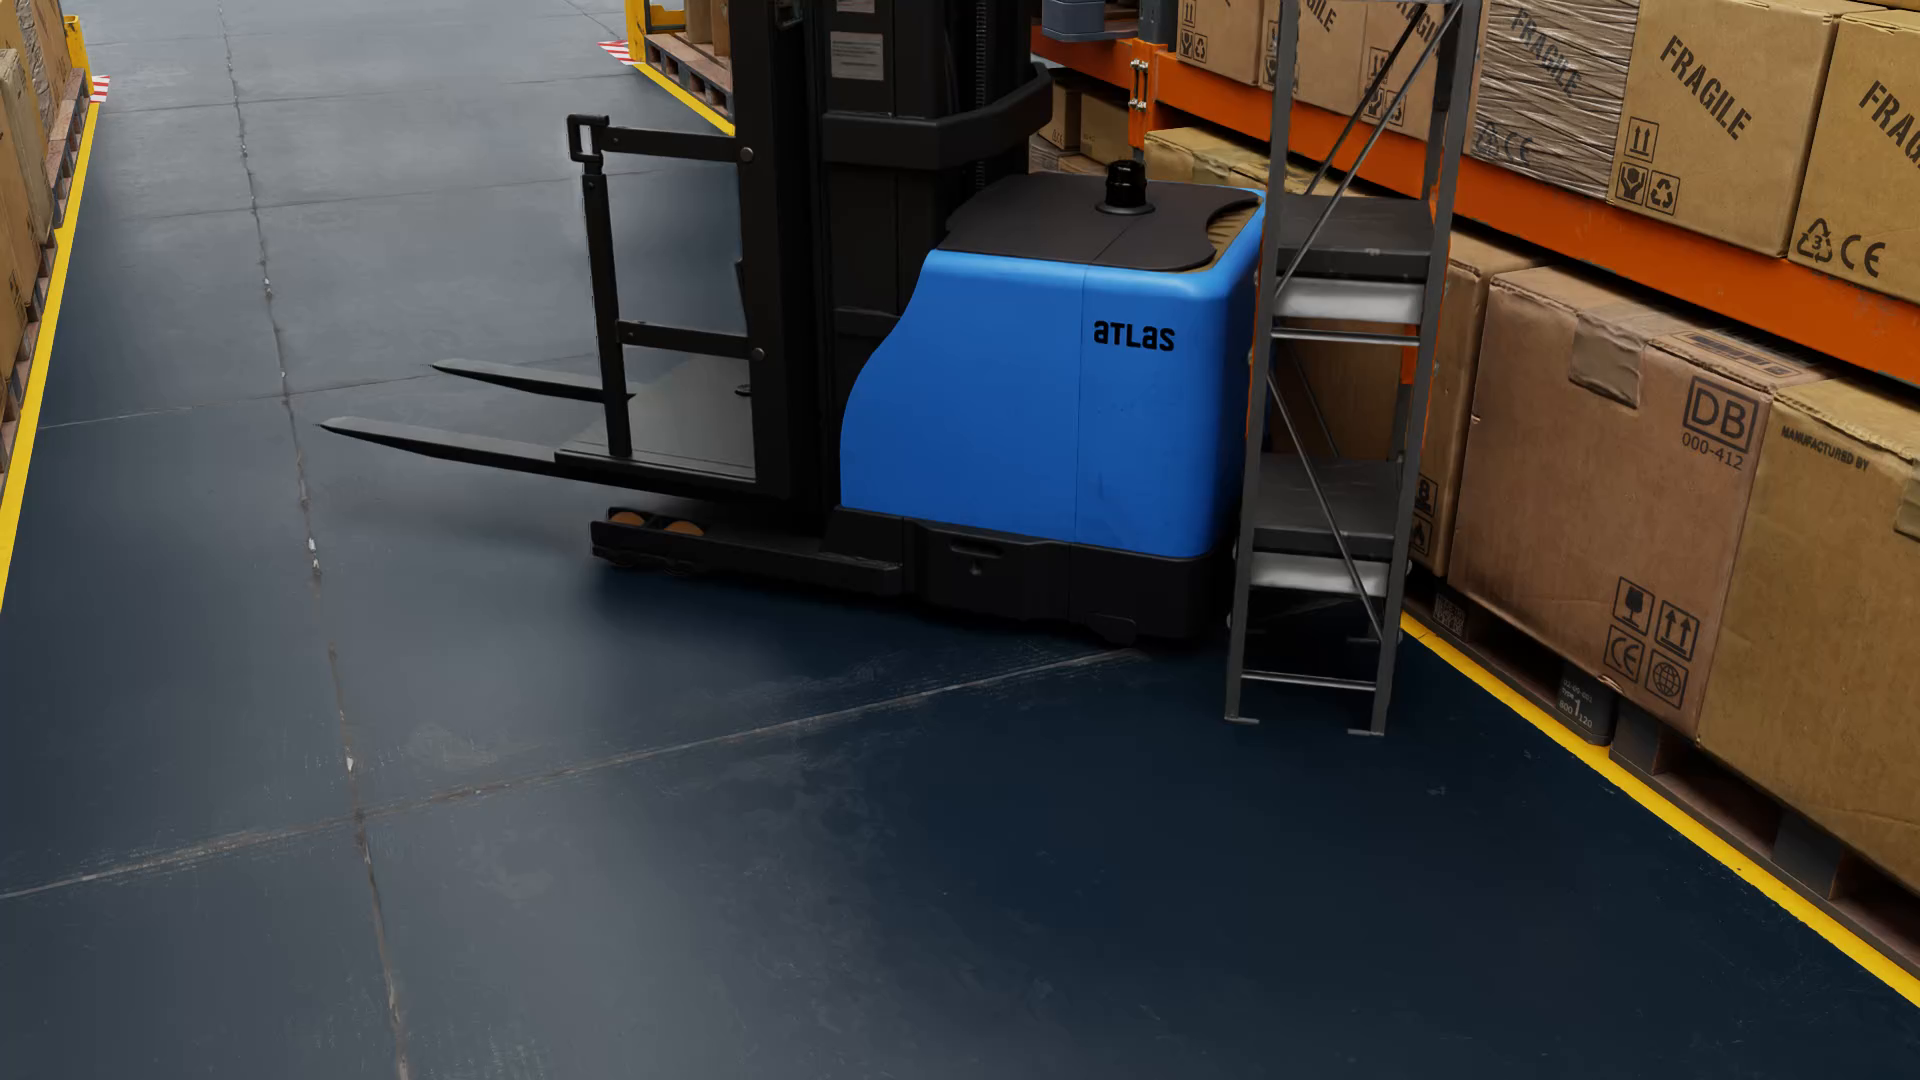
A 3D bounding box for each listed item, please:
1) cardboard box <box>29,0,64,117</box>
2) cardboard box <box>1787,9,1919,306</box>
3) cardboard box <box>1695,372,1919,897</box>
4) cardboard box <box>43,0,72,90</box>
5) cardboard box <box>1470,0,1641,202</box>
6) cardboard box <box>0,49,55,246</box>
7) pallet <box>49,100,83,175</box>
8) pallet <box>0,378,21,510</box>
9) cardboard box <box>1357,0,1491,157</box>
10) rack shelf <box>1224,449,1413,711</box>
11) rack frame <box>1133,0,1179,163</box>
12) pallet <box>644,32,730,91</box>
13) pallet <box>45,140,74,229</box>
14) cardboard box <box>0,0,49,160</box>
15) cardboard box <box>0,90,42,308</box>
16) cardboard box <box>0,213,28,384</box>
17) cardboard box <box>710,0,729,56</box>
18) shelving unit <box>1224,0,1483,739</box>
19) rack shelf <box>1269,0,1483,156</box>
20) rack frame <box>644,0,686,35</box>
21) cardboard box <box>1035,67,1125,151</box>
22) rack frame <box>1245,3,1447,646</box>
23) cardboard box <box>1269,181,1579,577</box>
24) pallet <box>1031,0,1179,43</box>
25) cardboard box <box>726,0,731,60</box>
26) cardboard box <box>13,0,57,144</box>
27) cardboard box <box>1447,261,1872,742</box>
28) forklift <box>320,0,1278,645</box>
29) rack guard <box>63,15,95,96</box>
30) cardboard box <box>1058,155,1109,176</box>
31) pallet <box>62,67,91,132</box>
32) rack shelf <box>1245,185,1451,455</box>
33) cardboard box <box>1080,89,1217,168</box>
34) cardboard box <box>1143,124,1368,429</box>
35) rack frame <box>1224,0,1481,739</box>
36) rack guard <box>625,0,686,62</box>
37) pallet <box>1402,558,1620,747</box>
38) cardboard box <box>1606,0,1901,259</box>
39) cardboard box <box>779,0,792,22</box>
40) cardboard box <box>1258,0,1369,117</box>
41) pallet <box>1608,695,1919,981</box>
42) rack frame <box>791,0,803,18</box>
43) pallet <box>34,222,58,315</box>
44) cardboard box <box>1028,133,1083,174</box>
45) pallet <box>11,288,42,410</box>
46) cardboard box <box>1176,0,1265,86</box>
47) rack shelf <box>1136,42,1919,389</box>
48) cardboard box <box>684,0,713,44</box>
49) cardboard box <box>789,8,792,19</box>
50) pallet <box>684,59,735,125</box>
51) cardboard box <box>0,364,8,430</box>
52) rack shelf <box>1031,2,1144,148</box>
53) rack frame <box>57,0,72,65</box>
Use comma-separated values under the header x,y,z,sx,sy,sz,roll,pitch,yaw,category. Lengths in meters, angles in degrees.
x,y,z,sx,sy,sz,roll,pitch,yaw,category
-5.957,-3.009,9.938,0.875,0.875,0.875,-11,28,-21,cardboard box
2.051,-0.747,3.248,0.500,0.500,0.500,-10,28,-19,cardboard box
2.403,0.152,3.464,1.225,0.875,0.875,-10,28,-20,cardboard box
-6.304,-3.364,10.664,0.875,0.875,0.875,-10,28,-20,cardboard box
1.648,-1.160,4.093,0.500,0.500,0.500,-10,28,-20,cardboard box
-4.738,-1.720,7.440,1.050,0.750,0.750,-11,28,-21,cardboard box
-5.771,-2.338,9.799,1.003,0.211,1.213,-11,28,-21,pallet
-3.737,-0.241,5.503,1.003,0.211,1.213,-11,28,-21,pallet
1.454,-1.362,4.507,0.500,0.500,0.500,-11,28,-22,cardboard box
0.927,0.077,4.325,0.431,0.518,0.480,5,27,10,rack shelf
1.106,-1.974,5.875,1.000,3.000,0.127,-11,28,-21,rack frame
-1.712,-3.586,12.354,1.003,0.211,1.213,-11,28,-21,pallet
-5.290,-1.845,8.788,1.003,0.211,1.213,-11,28,-21,pallet
-5.246,-2.278,8.439,0.875,0.875,0.875,-10,28,-20,cardboard box
-4.364,-1.330,6.641,1.050,0.750,0.750,-11,28,-21,cardboard box
-3.999,-0.954,5.871,1.050,0.750,0.750,-10,28,-20,cardboard box
-1.532,-3.779,11.942,0.500,0.500,0.500,-3,26,-7,cardboard box
0.927,-0.564,4.011,0.431,2.100,0.503,5,27,10,shelving unit
0.927,-1.180,3.710,0.431,0.518,0.480,5,27,10,rack shelf
-2.027,-5.204,12.490,1.000,3.000,0.127,-11,28,-21,rack frame
0.599,-1.863,7.141,0.500,0.250,0.500,-7,27,-15,cardboard box
0.975,-0.669,4.226,0.400,2.100,0.015,5,27,10,rack frame
1.699,-0.565,4.931,1.225,0.875,0.875,-10,28,-20,cardboard box
0.729,-2.158,6.469,1.213,0.211,1.003,-11,28,-21,pallet
-1.304,-3.523,11.417,0.500,0.500,0.500,-8,27,-16,cardboard box
-5.602,-2.641,9.183,0.875,0.875,0.875,-10,28,-20,cardboard box
2.053,-0.209,4.202,1.225,0.875,0.875,-12,28,-22,cardboard box
-0.591,-1.411,4.799,3.031,2.935,1.130,9,27,18,forklift
-6.640,-3.279,11.396,1.175,0.500,0.348,-11,28,-21,rack guard
0.825,-1.316,6.874,0.700,0.500,0.500,-12,29,-23,cardboard box
-6.245,-2.830,10.806,1.003,0.211,1.213,-11,28,-21,pallet
0.927,-0.552,4.017,0.431,0.518,0.480,5,27,10,rack shelf
0.816,-1.651,6.706,0.500,0.250,0.500,-9,28,-19,cardboard box
1.357,-0.926,5.671,1.225,0.875,0.875,-12,28,-23,cardboard box
0.878,-0.459,3.796,0.400,2.100,0.015,5,27,10,rack frame
-1.997,-4.050,12.975,1.175,0.500,0.348,-11,28,-21,rack guard
1.819,0.102,4.801,1.003,0.211,1.213,-11,28,-21,pallet
1.840,-0.957,3.677,0.500,0.500,0.500,-11,28,-21,cardboard box
-1.127,-3.290,10.940,0.500,0.500,0.500,-13,29,-25,cardboard box
1.250,-1.569,4.930,0.500,0.500,0.500,-11,28,-22,cardboard box
2.301,0.595,3.791,1.003,0.211,1.213,-11,28,-21,pallet
-0.460,-3.589,9.182,1.000,3.000,0.127,-11,28,-21,rack frame
-4.692,-1.226,7.521,1.003,0.211,1.213,-11,28,-21,pallet
0.596,-1.538,7.328,0.700,0.500,0.500,-13,29,-25,cardboard box
-4.211,-0.733,6.510,1.003,0.211,1.213,-11,28,-21,pallet
1.046,-1.776,5.355,0.500,0.500,0.500,-10,28,-19,cardboard box
1.889,-0.844,4.379,1.077,0.370,4.000,-11,28,-21,rack shelf
-1.798,-4.014,12.424,0.500,0.500,0.500,-5,27,-11,cardboard box
-0.812,-3.053,10.454,0.500,0.500,0.500,-2,26,-4,cardboard box
-1.238,-3.094,11.347,1.003,0.211,1.213,-11,28,-21,pallet
-3.653,-0.602,5.150,1.050,0.750,0.750,-11,28,-21,cardboard box
0.323,-2.458,7.686,1.077,0.370,4.000,-11,28,-21,rack shelf
-6.630,-4.393,10.828,1.000,3.000,0.127,-11,28,-21,rack frame
